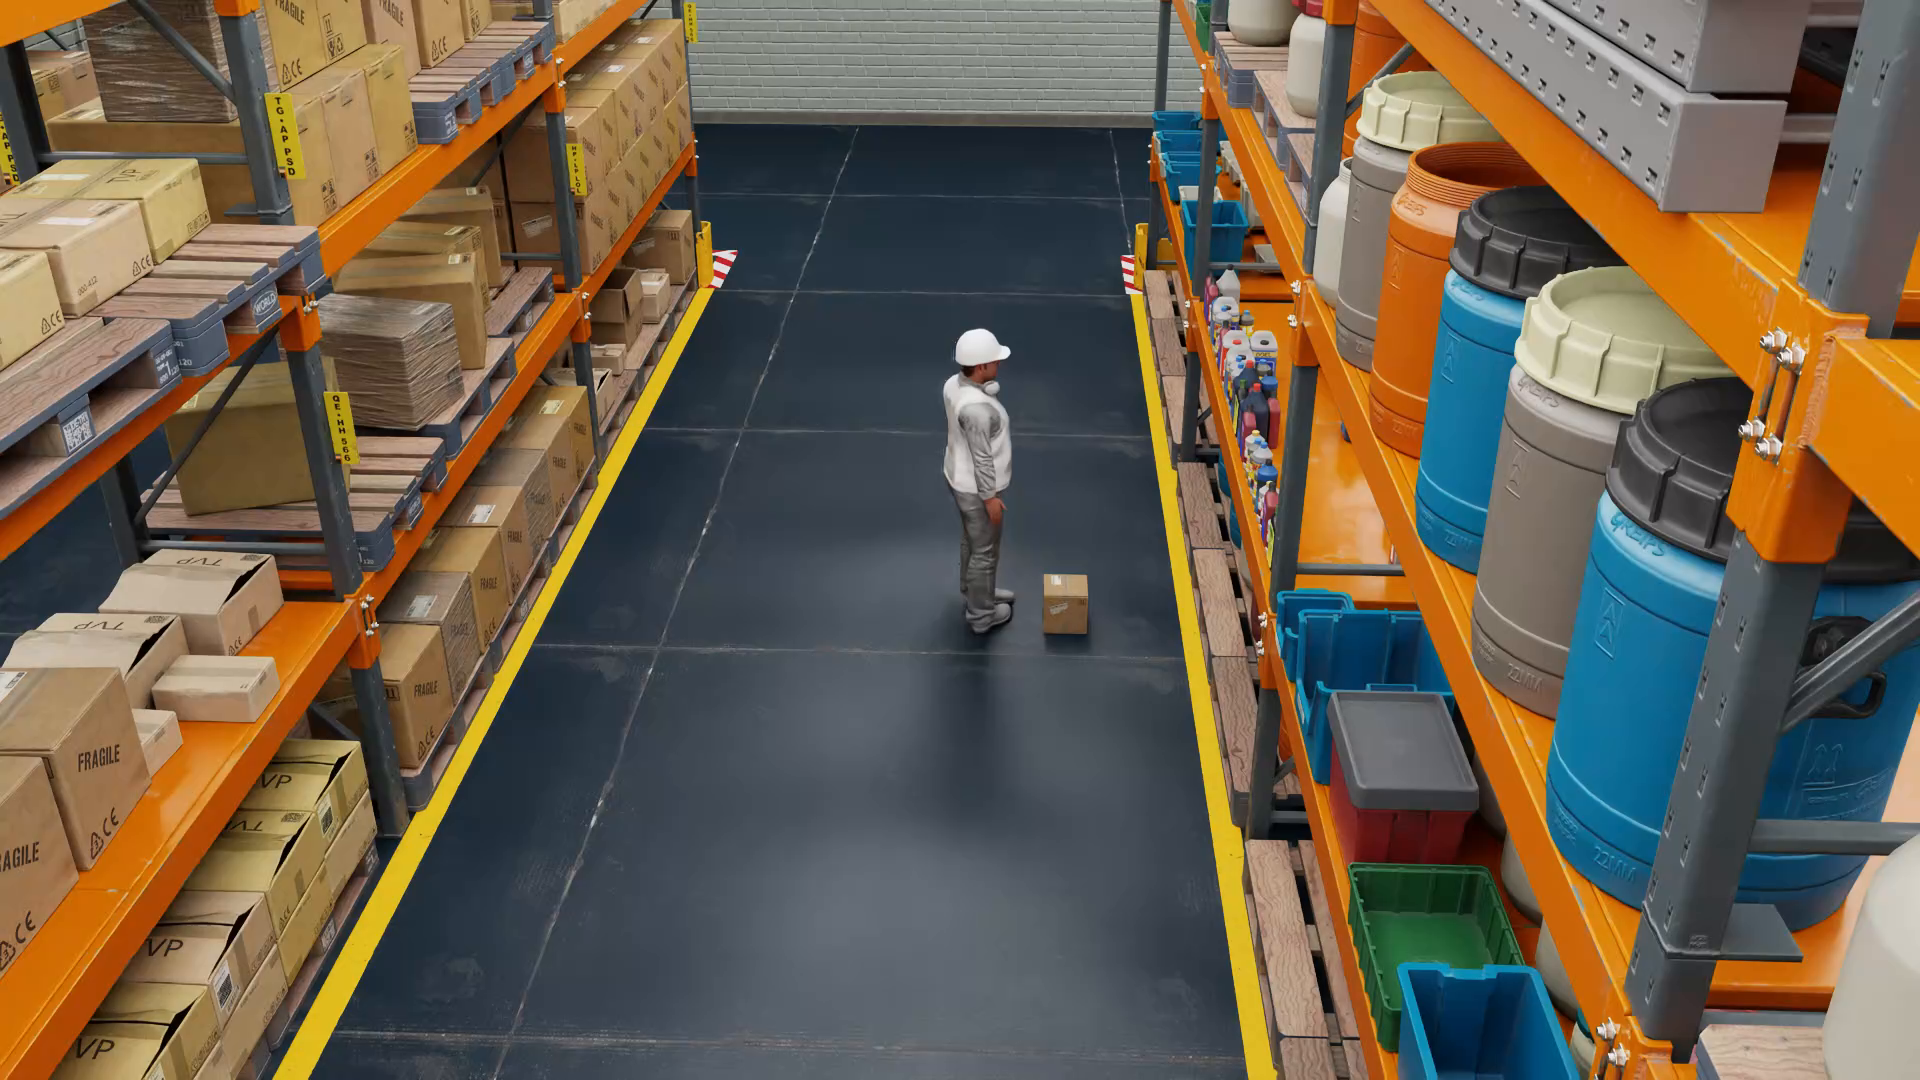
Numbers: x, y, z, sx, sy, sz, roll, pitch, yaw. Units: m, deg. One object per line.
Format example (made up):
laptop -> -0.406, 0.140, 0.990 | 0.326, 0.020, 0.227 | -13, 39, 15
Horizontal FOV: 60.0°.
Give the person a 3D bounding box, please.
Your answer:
person -> 0.146, -0.330, 9.193 | 0.445, 1.782, 0.555 | -6, 28, -12
